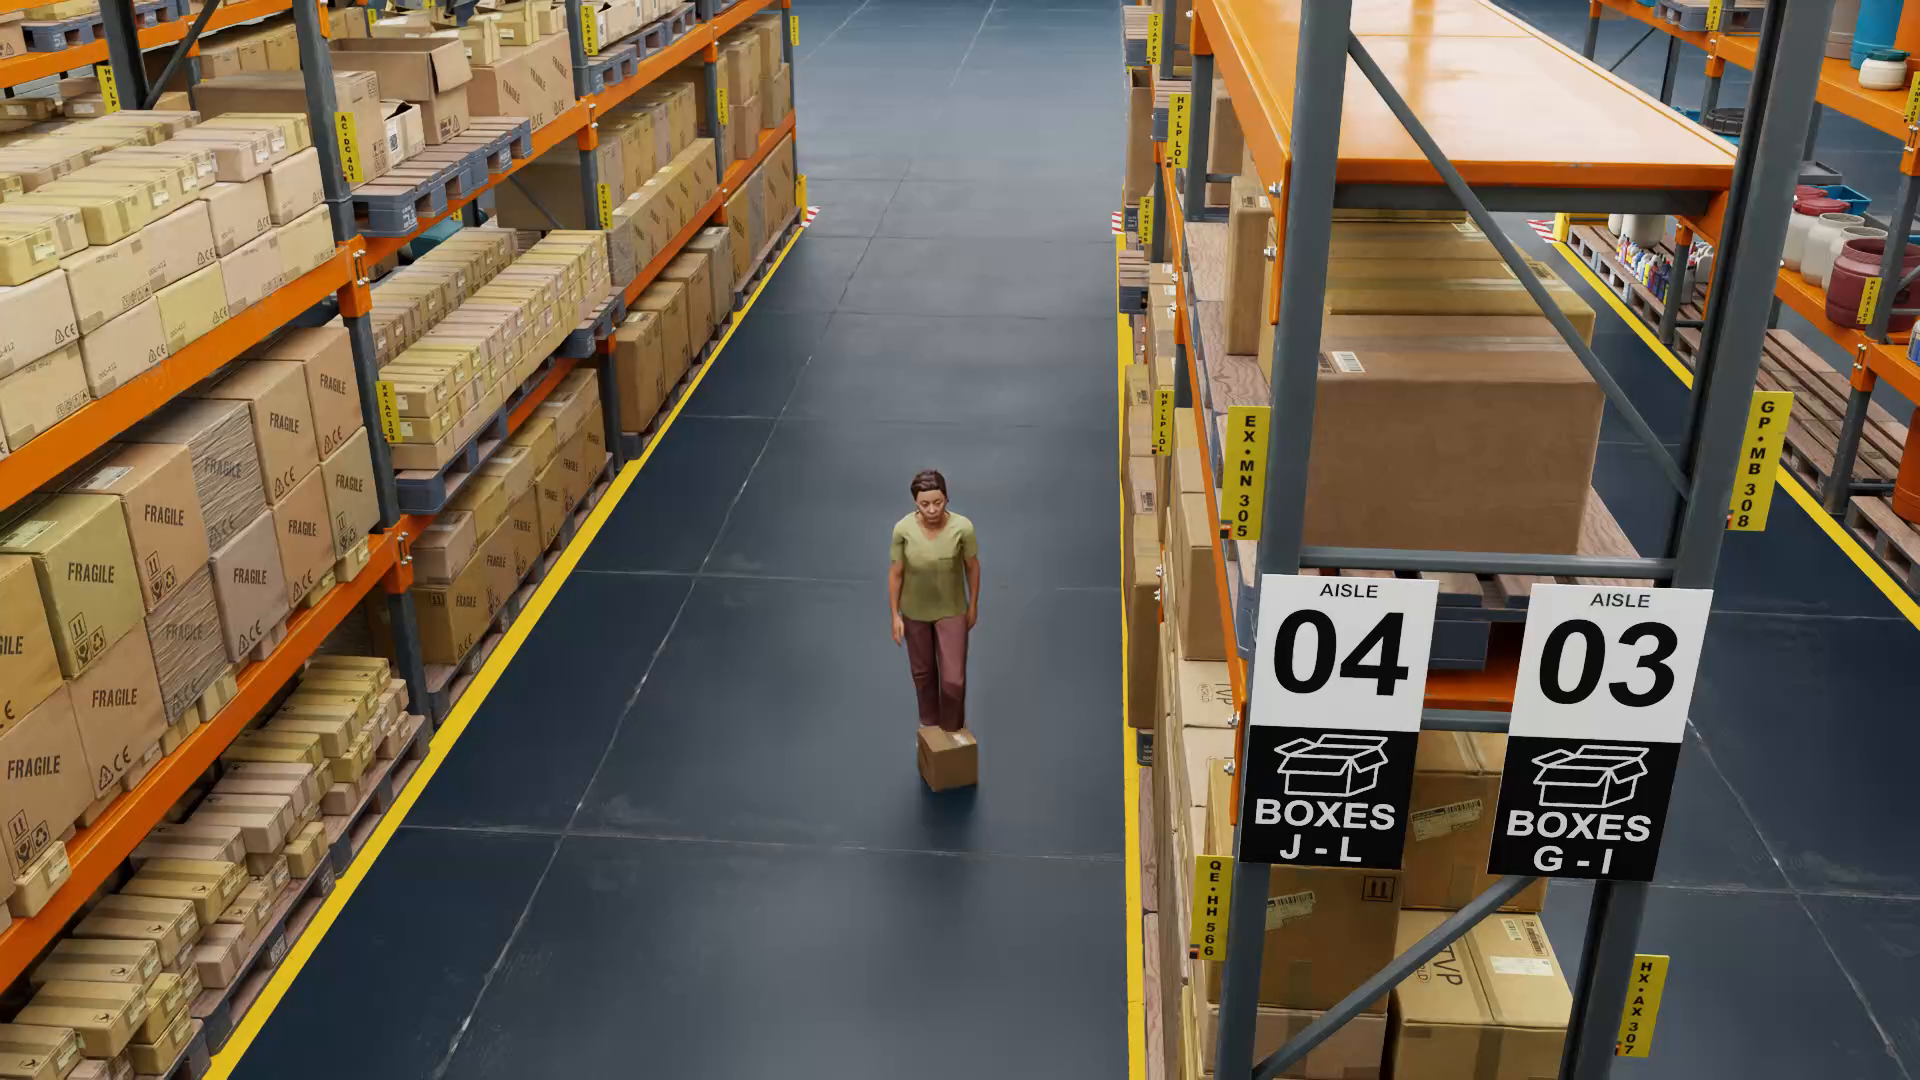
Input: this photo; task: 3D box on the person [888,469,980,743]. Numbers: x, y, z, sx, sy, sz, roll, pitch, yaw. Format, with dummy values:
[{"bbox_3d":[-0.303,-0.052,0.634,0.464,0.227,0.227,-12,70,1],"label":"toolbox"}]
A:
[{"bbox_3d":[-0.134,0.409,8.749,0.466,1.722,0.537,3,25,6],"label":"person"}]
